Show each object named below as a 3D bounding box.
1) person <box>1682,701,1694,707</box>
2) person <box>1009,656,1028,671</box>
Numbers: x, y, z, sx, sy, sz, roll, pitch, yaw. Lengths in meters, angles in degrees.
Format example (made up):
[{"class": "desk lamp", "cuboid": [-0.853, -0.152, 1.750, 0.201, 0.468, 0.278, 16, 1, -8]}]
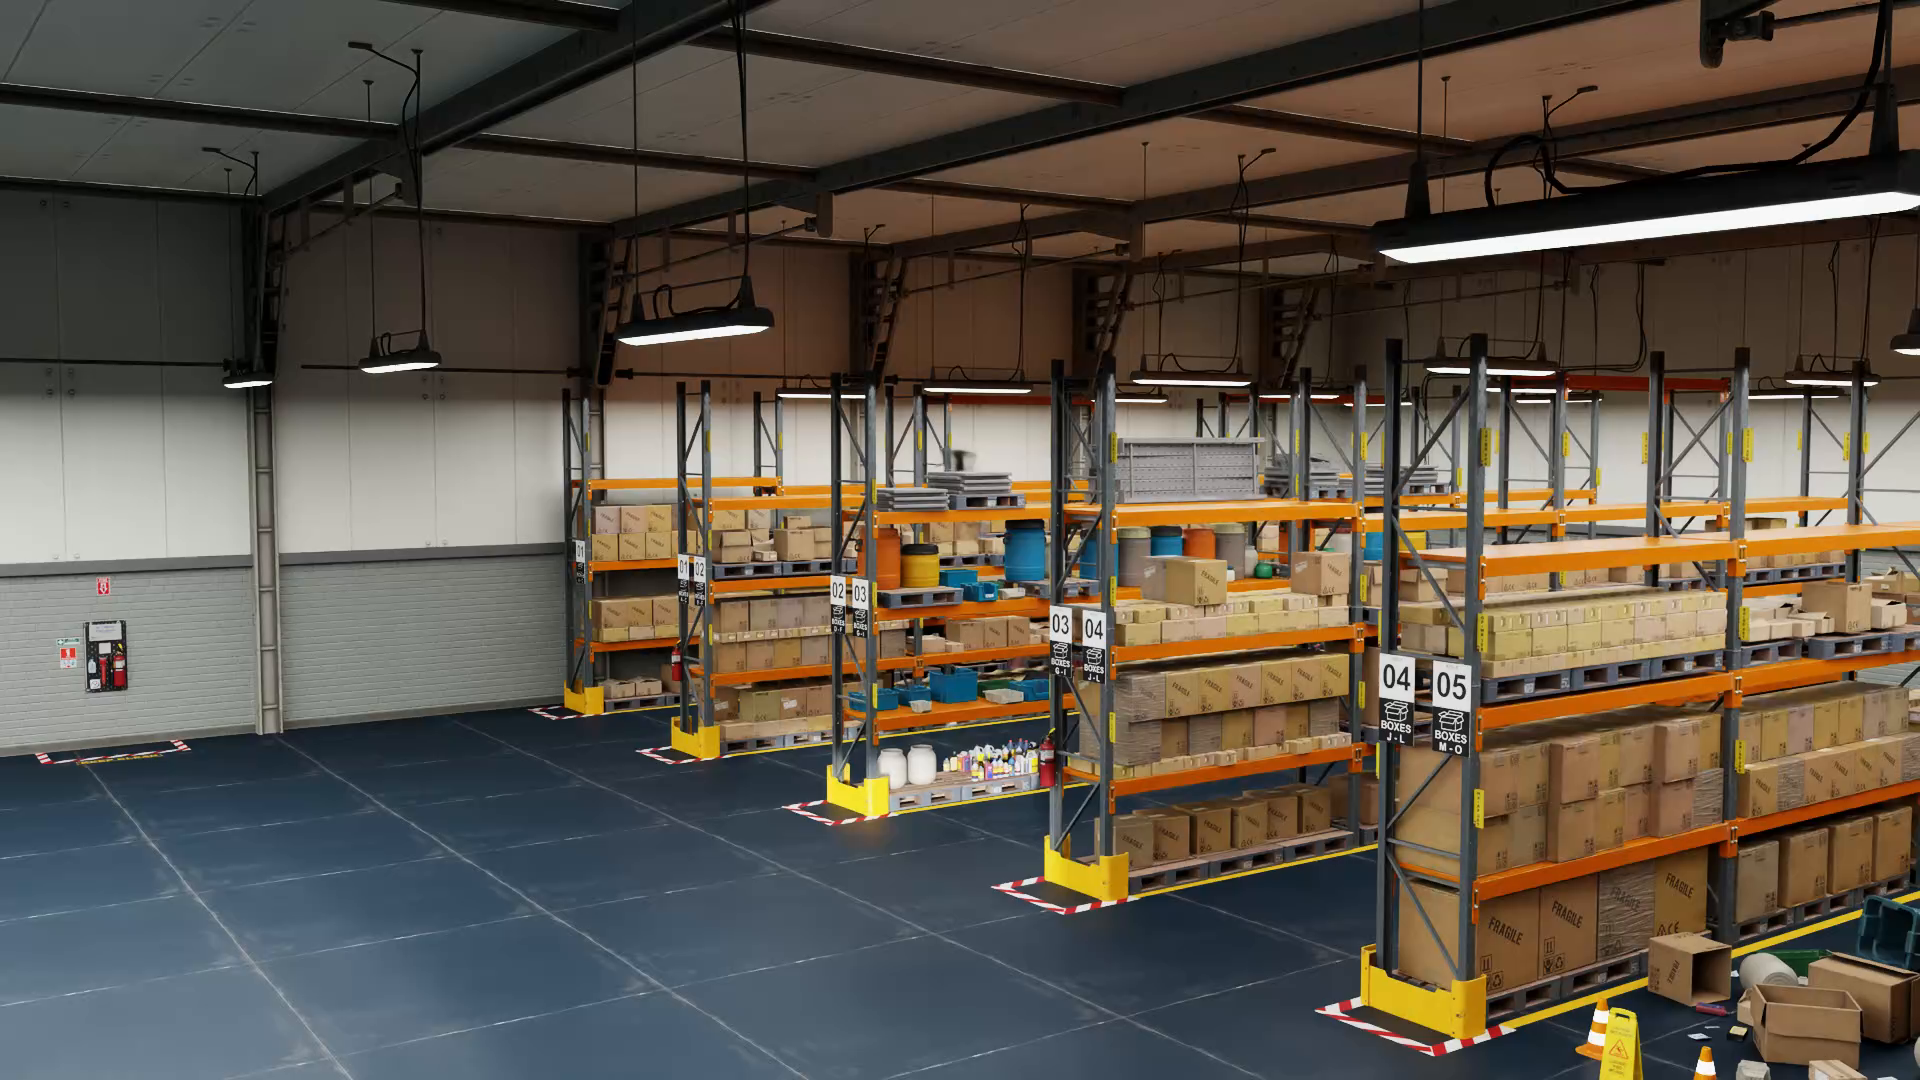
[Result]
[{"class": "person", "cuboid": [9.716, 2.937, 22.202, 0.754, 1.601, 0.597, -2, 4, -34]}, {"class": "person", "cuboid": [1.058, 2.298, 32.621, 0.735, 1.559, 0.575, -3, 5, -43]}]
